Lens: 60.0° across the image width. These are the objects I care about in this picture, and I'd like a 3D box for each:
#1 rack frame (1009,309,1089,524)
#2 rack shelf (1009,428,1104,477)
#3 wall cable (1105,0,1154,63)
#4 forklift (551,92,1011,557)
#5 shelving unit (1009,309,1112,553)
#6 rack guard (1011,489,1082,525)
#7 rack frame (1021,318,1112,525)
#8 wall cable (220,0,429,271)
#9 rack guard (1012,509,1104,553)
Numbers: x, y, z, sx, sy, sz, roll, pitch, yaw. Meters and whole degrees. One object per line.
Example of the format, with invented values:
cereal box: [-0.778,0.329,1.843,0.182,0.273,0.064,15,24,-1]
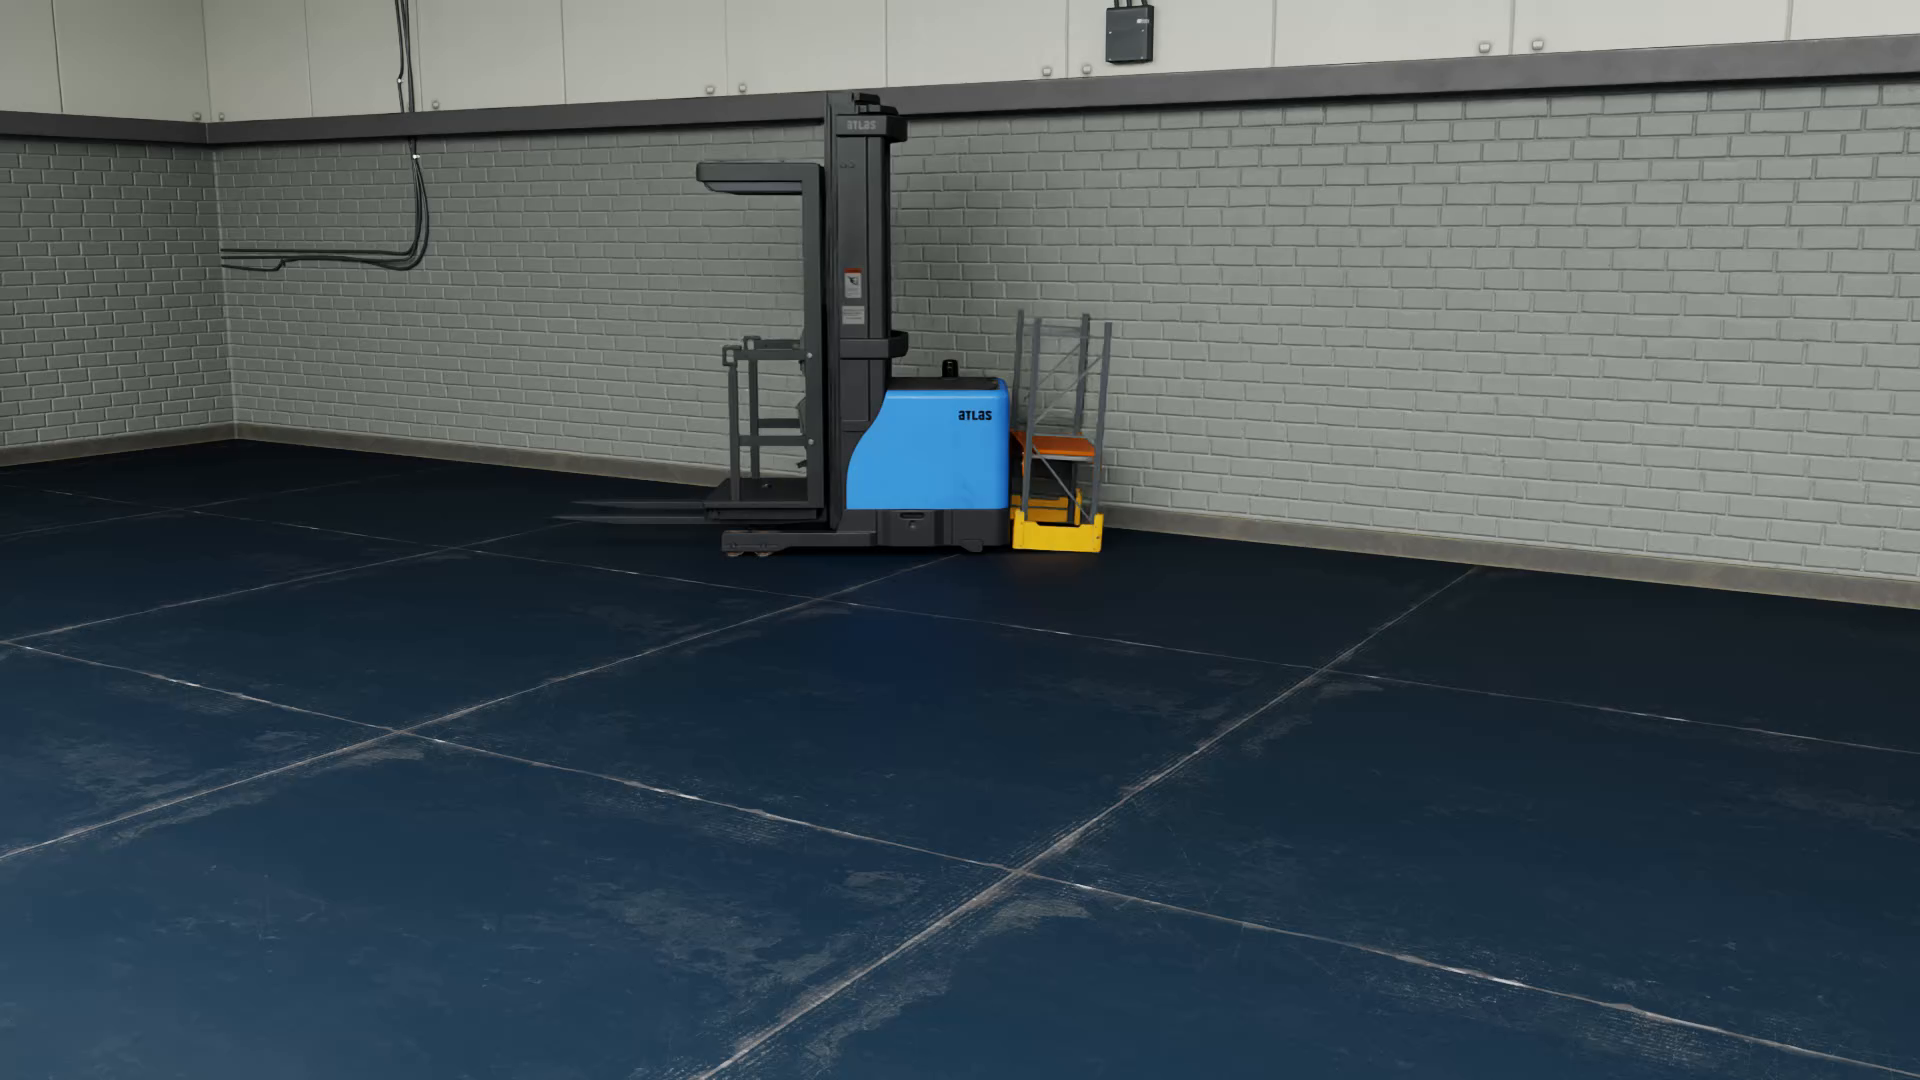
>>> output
rack frame: [0.610,-0.865,11.791,0.500,1.500,0.032,3,11,-5]
rack shelf: [0.633,-0.593,11.326,0.538,0.185,1.000,3,11,-5]
wall cable: [1.984,-6.073,10.112,2.305,6.003,0.169,6,12,31]
forklift: [-1.181,-1.430,11.042,3.031,2.935,1.130,0,11,0]
shelving unit: [0.645,-0.767,11.284,0.587,1.500,1.083,3,11,-5]
rack guard: [0.572,-0.249,11.888,0.587,0.250,0.087,3,11,-5]
rack frame: [0.680,-0.673,10.795,0.500,1.500,0.032,3,11,-5]
wall cable: [-6.121,-3.785,15.569,3.097,2.526,0.112,6,12,31]
rack guard: [0.640,-0.060,10.912,0.587,0.250,0.087,3,11,-5]
